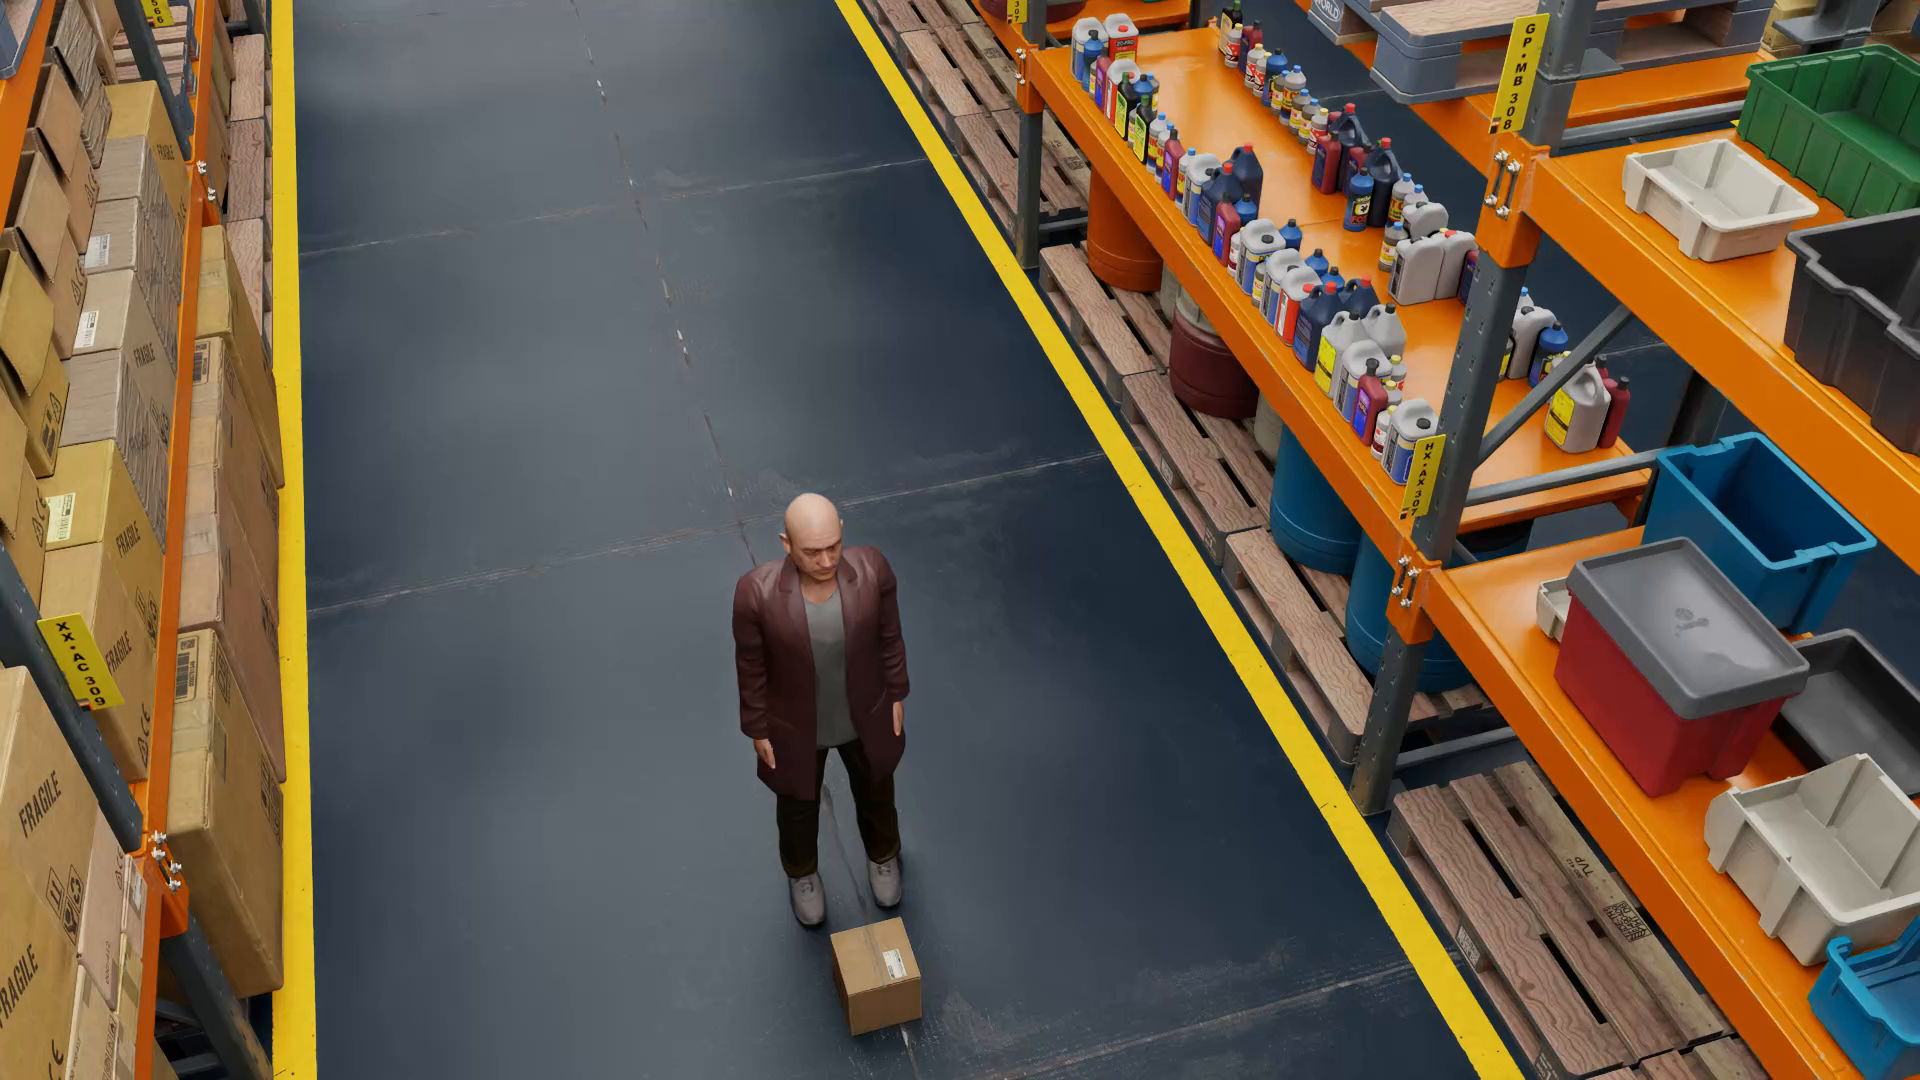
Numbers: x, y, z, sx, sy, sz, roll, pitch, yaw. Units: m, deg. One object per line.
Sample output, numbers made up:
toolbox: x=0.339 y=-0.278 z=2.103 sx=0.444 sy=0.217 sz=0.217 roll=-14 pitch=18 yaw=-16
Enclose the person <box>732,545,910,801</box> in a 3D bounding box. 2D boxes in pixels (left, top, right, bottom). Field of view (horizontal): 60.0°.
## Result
person: x=-0.441 y=0.407 z=5.370 sx=0.581 sy=0.912 sz=0.323 roll=-11 pitch=43 yaw=-12
